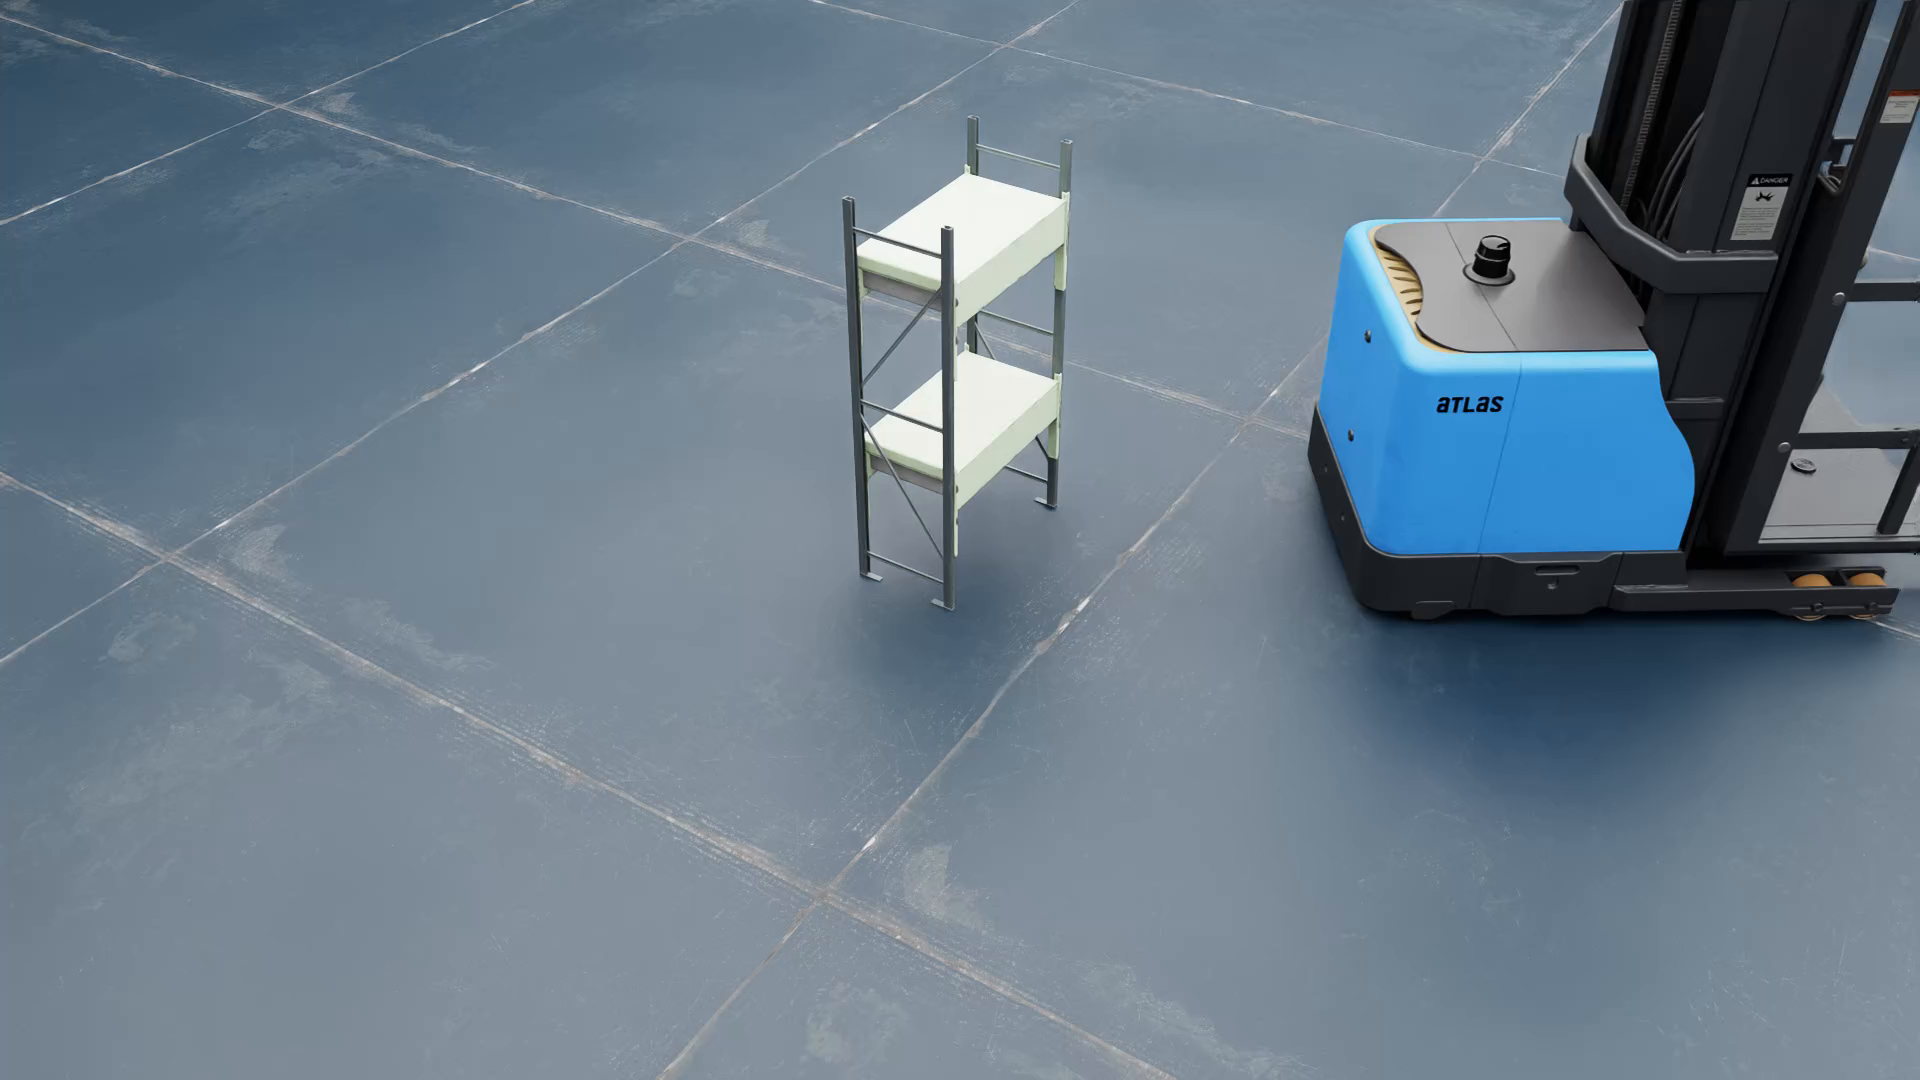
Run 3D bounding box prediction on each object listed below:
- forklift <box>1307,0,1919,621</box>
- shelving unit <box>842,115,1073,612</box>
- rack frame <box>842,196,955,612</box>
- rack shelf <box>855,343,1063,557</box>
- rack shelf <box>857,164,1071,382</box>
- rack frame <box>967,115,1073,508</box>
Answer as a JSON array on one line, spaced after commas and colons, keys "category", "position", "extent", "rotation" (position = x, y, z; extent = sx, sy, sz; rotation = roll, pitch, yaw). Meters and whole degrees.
[{"category": "forklift", "position": [2.896, -1.200, 5.406], "extent": [3.031, 2.935, 1.130], "rotation": [-1, 38, -1]}, {"category": "shelving unit", "position": [0.004, -0.597, 5.797], "extent": [0.431, 1.500, 0.755], "rotation": [21, 42, 25]}, {"category": "rack frame", "position": [-0.193, -0.409, 5.552], "extent": [0.400, 1.500, 0.023], "rotation": [21, 42, 25]}, {"category": "rack shelf", "position": [0.004, -0.339, 5.996], "extent": [0.431, 0.370, 0.720], "rotation": [21, 42, 25]}, {"category": "rack shelf", "position": [0.004, -0.907, 5.558], "extent": [0.431, 0.370, 0.720], "rotation": [21, 42, 25]}, {"category": "rack frame", "position": [0.200, -0.786, 6.041], "extent": [0.400, 1.500, 0.023], "rotation": [21, 42, 25]}]
